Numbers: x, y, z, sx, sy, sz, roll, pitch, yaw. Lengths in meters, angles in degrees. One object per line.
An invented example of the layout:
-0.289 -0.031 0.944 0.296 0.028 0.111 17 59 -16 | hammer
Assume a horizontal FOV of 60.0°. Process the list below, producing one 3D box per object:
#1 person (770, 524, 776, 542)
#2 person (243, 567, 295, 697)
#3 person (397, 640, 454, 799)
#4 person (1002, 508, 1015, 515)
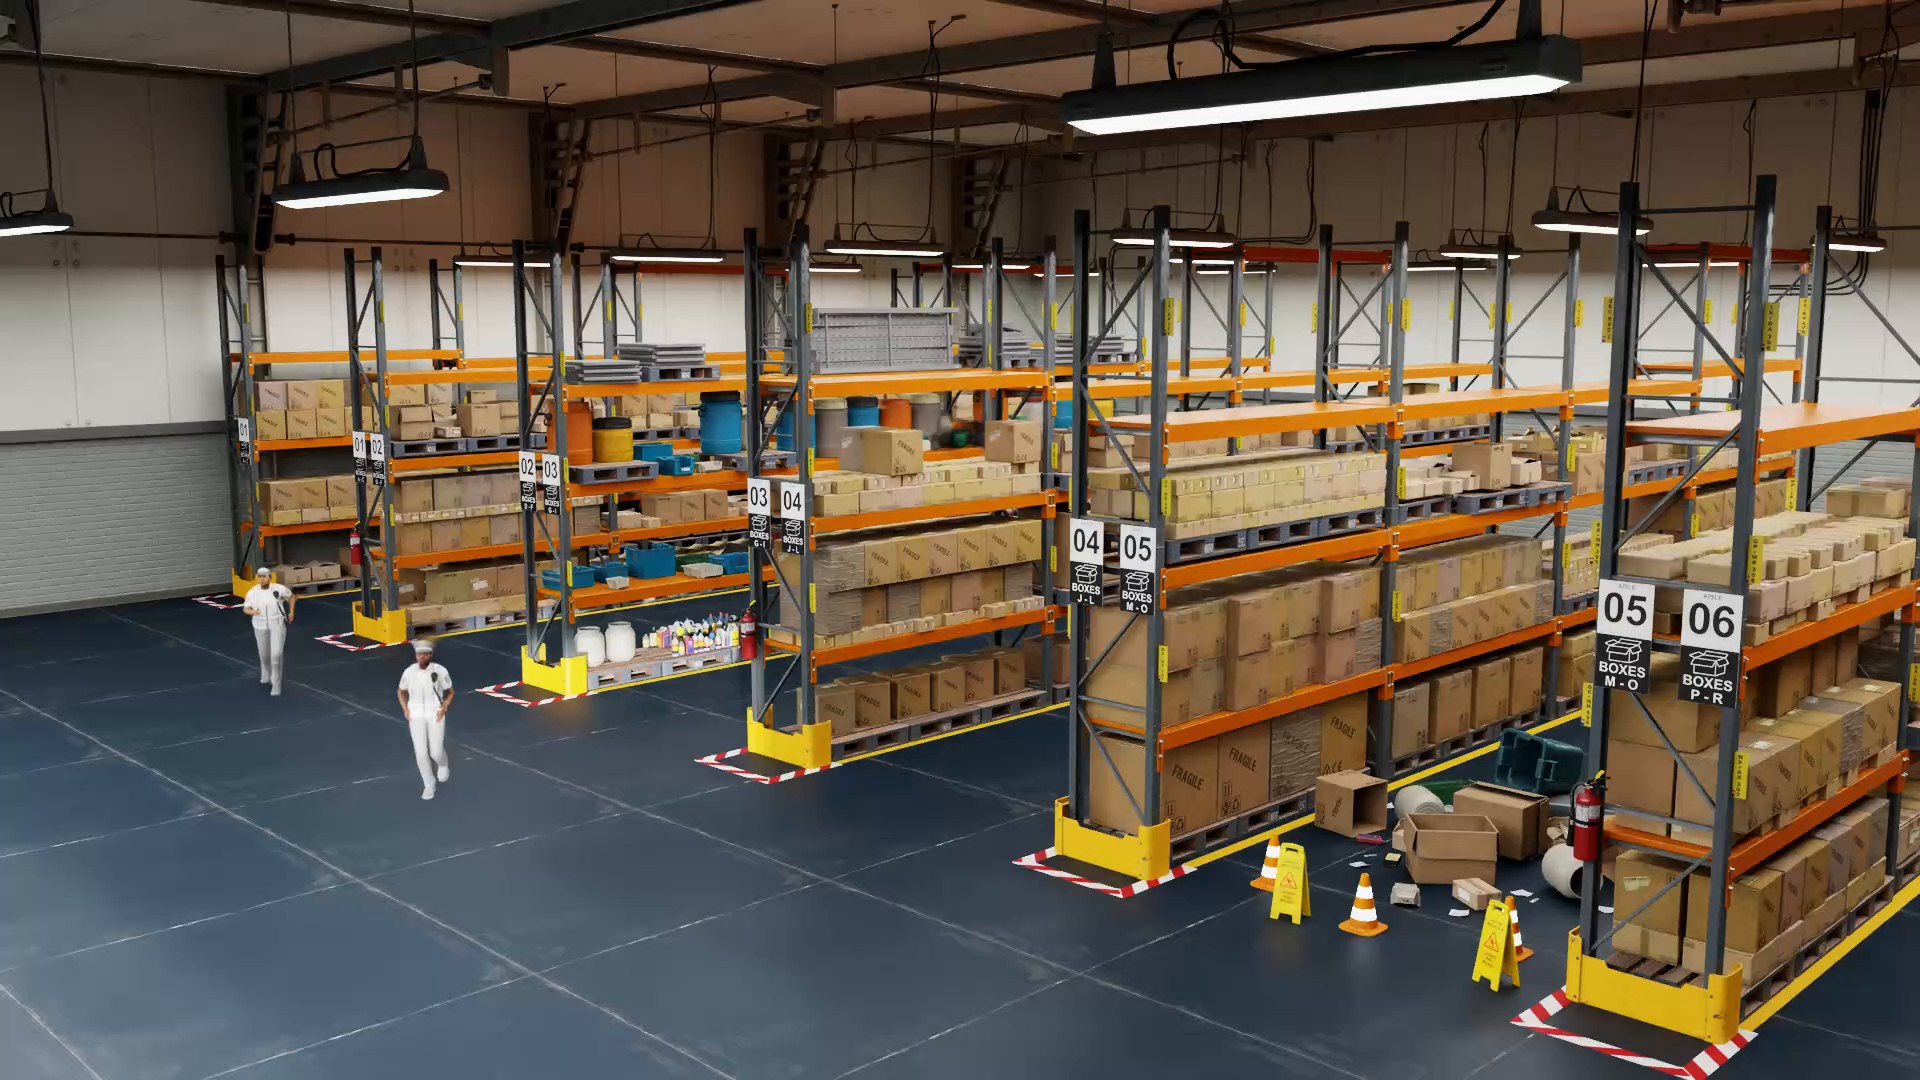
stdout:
-3.866 -0.424 33.840 0.587 1.627 0.547 6 10 34 | person
-9.257 1.196 22.334 0.612 1.710 0.895 -2 8 -13 | person
-5.654 1.861 17.629 0.586 1.676 0.583 -1 8 -8 | person
0.761 -0.292 30.628 0.668 1.846 0.703 6 10 38 | person
